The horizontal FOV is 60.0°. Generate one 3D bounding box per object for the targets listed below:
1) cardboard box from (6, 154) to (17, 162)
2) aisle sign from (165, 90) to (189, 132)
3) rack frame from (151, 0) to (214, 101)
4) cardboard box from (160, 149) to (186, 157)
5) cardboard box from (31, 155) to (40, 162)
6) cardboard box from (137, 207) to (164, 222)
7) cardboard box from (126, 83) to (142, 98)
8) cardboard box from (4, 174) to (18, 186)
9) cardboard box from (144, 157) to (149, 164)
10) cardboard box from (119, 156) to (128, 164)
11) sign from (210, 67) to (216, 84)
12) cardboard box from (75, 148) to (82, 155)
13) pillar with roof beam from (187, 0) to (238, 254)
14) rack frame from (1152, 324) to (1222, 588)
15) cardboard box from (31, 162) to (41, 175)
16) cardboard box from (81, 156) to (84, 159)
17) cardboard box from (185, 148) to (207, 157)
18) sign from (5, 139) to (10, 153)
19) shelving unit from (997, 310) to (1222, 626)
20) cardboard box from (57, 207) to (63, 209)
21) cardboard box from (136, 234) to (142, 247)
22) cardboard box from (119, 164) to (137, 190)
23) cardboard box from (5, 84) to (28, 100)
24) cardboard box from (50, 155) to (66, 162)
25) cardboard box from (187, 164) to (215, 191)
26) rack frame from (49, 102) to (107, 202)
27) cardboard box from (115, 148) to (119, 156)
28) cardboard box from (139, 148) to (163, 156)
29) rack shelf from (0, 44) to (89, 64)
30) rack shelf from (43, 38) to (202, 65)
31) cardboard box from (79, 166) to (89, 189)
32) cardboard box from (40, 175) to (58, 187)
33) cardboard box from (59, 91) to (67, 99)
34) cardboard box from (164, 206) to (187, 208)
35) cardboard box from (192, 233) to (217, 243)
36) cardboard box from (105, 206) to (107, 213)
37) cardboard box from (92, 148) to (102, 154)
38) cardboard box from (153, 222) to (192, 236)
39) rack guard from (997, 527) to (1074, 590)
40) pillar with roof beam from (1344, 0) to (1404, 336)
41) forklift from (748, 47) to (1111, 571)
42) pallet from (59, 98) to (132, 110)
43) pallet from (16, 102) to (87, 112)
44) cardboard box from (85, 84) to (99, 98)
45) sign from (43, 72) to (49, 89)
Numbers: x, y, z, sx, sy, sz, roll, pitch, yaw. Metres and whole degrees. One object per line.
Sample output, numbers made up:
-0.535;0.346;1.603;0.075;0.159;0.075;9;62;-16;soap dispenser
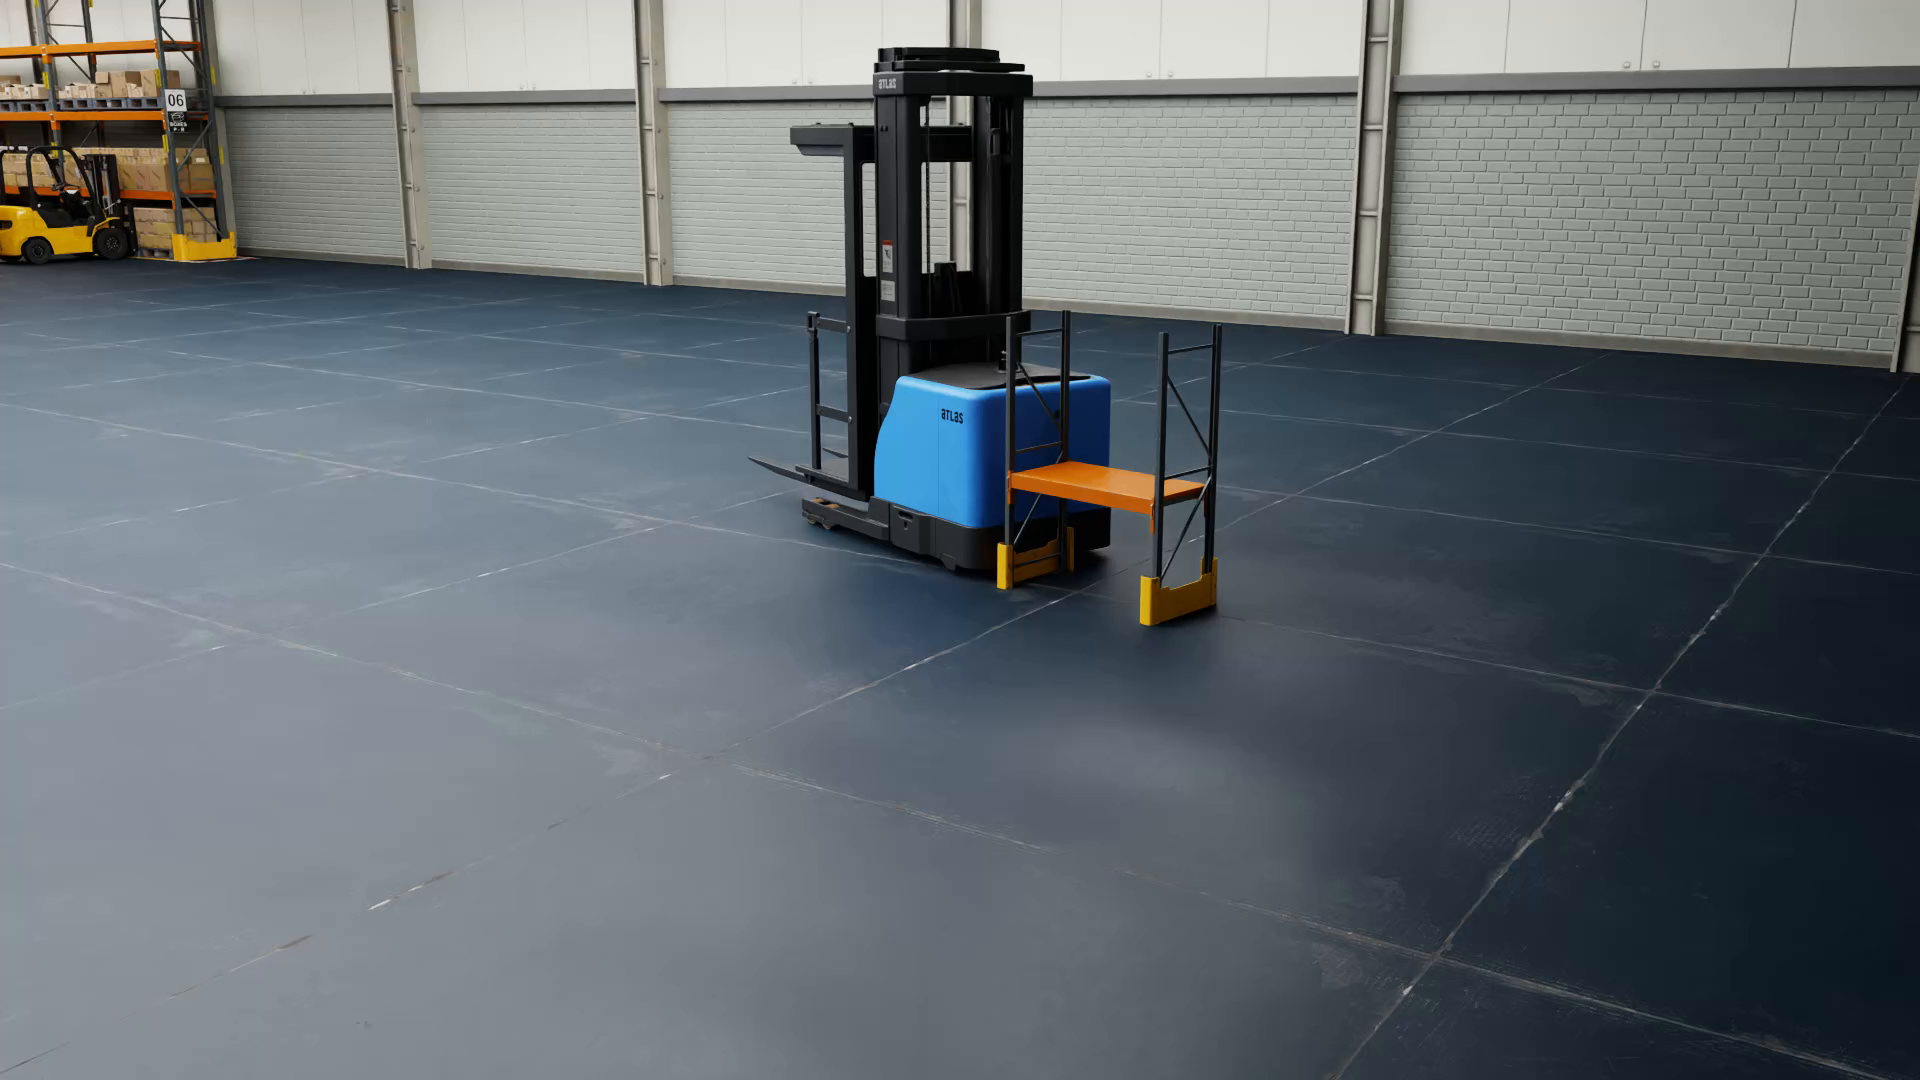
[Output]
-19.873;-8.062;35.089;0.250;0.149;0.380;9;16;31;cardboard box
-14.916;-8.169;31.672;0.004;0.787;0.394;9;17;33;aisle sign
-14.806;-9.887;31.535;0.127;3.000;1.000;9;17;33;rack frame
-15.221;-7.489;32.155;0.250;0.149;0.380;9;17;33;cardboard box
-19.223;-7.959;34.675;0.250;0.149;0.380;9;16;31;cardboard box
-15.790;-6.396;32.686;0.500;0.250;0.500;10;17;34;cardboard box
-15.874;-8.702;32.191;0.258;0.266;0.396;9;17;33;cardboard box
-19.938;-7.660;35.339;0.500;0.250;0.500;10;17;35;cardboard box
-15.660;-7.404;32.433;0.250;0.149;0.380;10;17;34;cardboard box
-16.329;-7.496;32.804;0.250;0.149;0.380;9;17;33;cardboard box
-14.492;-9.003;32.225;0.005;0.325;0.100;9;17;33;sign
-17.749;-7.903;33.831;0.250;0.149;0.380;9;17;34;cardboard box
-17.284;-9.302;29.171;0.400;9.000;9.100;9;17;33;pillar with roof beam
1.167;-0.340;8.576;0.032;1.500;0.500;13;19;42;rack frame
-19.107;-7.763;34.714;0.500;0.250;0.500;9;16;31;cardboard box
-17.560;-7.716;33.691;0.250;0.149;0.380;9;17;33;cardboard box
-14.966;-7.570;32.485;0.250;0.149;0.380;9;16;32;cardboard box
-21.138;-8.721;36.900;0.005;0.325;0.100;9;17;33;sign
0.793;-0.426;8.923;1.083;1.500;0.587;13;19;42;shelving unit
-19.204;-6.736;35.358;0.625;0.625;0.875;9;17;32;cardboard box
-16.190;-5.981;33.092;0.500;0.250;0.500;9;17;33;cardboard box
-16.212;-7.177;32.865;0.500;0.500;0.500;9;16;32;cardboard box
-19.499;-9.328;34.623;0.500;0.311;0.500;9;16;31;cardboard box
-18.533;-7.876;34.339;0.250;0.149;0.380;10;17;35;cardboard box
-15.063;-7.145;32.736;0.500;0.500;0.500;10;17;35;cardboard box
-18.126;-7.511;34.423;0.127;3.000;1.000;9;17;33;rack frame
-16.497;-7.693;32.981;0.250;0.149;0.380;9;17;34;cardboard box
-15.841;-7.593;32.578;0.250;0.149;0.380;9;17;33;cardboard box
-19.785;-10.148;34.920;4.000;0.370;1.077;9;17;33;rack shelf
-16.466;-9.612;32.753;4.000;0.370;1.077;9;17;33;rack shelf
-17.462;-7.382;33.692;0.500;0.500;0.500;10;17;34;cardboard box
-18.690;-7.454;34.504;0.500;0.250;0.500;10;17;34;cardboard box
-17.923;-8.977;33.543;0.250;0.149;0.380;10;17;34;cardboard box
-15.516;-6.498;33.097;0.500;0.250;0.500;9;17;33;cardboard box
-15.105;-5.949;32.960;0.500;0.250;0.500;9;17;33;cardboard box
-17.061;-6.603;33.523;0.500;0.250;0.500;10;17;35;cardboard box
-17.156;-7.783;33.345;0.250;0.149;0.380;9;16;32;cardboard box
-15.385;-6.089;32.488;0.500;0.250;0.500;9;16;32;cardboard box
0.433;0.098;9.407;0.087;0.250;0.587;13;19;42;rack guard
2.631;-6.083;16.169;0.400;9.000;9.100;9;17;33;pillar with roof beam
-0.363;-1.547;10.472;1.130;2.935;3.031;-10;17;-34;forklift
-17.403;-8.815;33.632;1.213;0.211;1.003;9;17;33;pallet
-18.865;-8.990;34.553;1.217;0.209;0.805;8;16;31;pallet
-17.063;-8.895;32.968;0.258;0.266;0.396;9;16;31;cardboard box
-18.420;-9.261;33.520;0.005;0.325;0.100;9;17;33;sign
